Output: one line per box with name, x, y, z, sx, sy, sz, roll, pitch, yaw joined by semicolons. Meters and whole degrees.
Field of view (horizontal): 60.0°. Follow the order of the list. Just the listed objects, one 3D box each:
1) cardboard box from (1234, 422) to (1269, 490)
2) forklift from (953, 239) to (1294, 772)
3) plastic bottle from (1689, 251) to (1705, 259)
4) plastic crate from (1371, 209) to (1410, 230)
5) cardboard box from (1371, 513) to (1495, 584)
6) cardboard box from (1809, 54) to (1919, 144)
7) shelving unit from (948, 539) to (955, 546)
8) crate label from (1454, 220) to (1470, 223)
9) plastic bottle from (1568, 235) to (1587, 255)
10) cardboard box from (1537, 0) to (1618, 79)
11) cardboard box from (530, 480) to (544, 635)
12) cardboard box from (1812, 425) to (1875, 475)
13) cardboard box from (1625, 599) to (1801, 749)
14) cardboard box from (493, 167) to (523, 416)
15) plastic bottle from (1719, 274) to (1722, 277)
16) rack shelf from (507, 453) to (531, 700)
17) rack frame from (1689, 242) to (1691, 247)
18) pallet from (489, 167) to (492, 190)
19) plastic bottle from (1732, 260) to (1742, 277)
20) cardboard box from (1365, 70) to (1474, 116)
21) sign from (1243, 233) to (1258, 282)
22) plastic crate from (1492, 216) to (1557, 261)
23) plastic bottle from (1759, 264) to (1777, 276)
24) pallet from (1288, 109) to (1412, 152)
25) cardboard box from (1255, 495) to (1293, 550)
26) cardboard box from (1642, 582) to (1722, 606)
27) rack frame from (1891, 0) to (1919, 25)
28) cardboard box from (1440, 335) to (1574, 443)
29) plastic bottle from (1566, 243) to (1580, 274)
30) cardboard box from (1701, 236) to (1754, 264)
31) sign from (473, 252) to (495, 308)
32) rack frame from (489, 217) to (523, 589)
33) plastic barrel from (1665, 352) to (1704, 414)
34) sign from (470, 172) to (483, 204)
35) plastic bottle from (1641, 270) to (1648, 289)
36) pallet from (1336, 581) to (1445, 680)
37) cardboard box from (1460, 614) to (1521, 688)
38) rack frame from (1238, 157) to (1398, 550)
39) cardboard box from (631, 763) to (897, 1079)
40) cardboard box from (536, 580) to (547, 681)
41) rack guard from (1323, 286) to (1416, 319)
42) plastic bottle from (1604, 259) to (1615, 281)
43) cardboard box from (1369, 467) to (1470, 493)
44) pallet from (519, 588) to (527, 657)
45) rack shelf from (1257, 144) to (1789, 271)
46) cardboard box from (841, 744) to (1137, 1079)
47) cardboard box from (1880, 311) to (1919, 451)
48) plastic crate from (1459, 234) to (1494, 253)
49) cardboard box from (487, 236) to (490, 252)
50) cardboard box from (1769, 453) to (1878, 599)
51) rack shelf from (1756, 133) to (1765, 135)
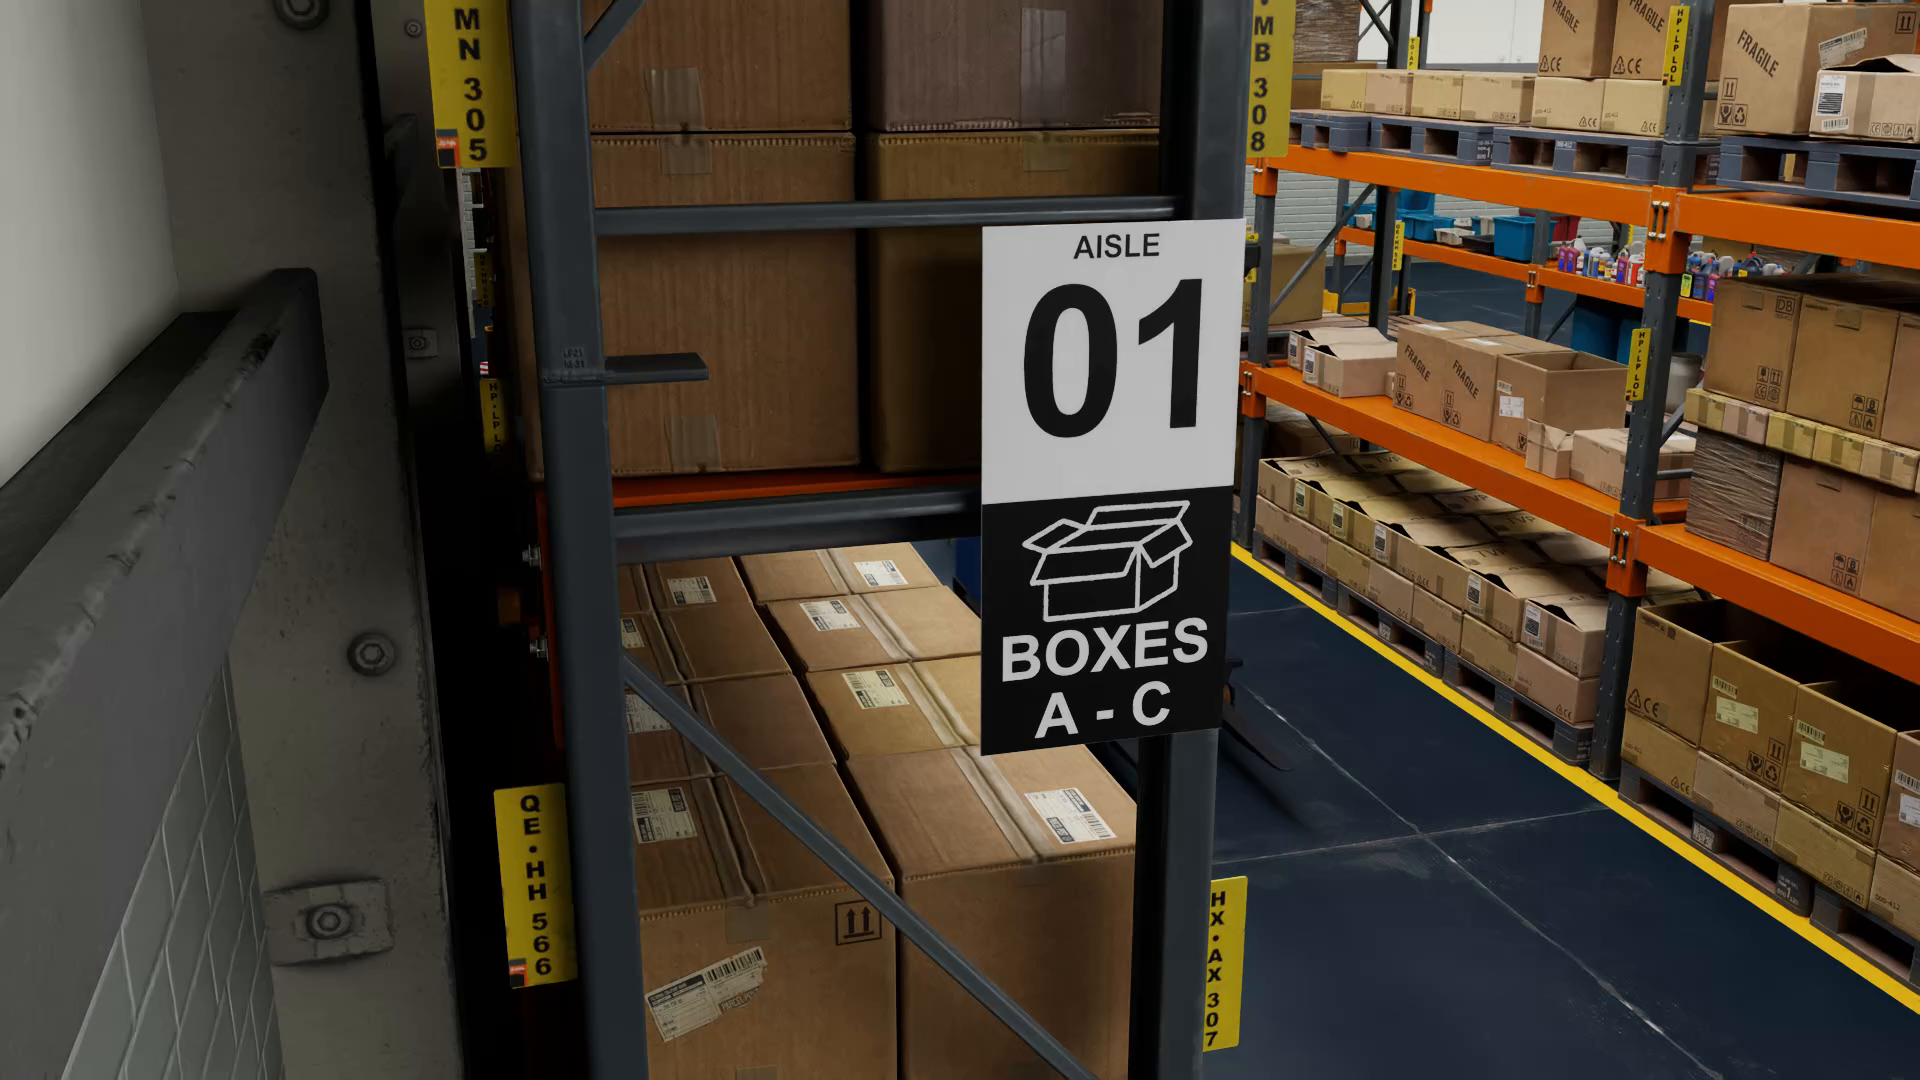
cardboard box;1.993;-0.678;12.575;0.500;0.500;0.500;-4;17;-13
forklift;0.830;-0.530;8.623;1.130;2.935;3.031;-4;17;-14
plastic bottle;6.798;-2.538;15.402;0.152;0.276;0.135;-5;17;-15
plastic crate;4.973;-3.700;19.242;0.416;0.233;0.300;-5;17;-15
cardboard box;2.769;0.019;9.749;0.500;0.311;0.500;-5;17;-16
cardboard box;3.608;-1.670;6.266;0.500;0.311;0.500;-6;18;-18
shelving unit;0.004;-0.571;11.766;0.258;1.200;0.189;-5;17;-15
crate label;5.605;-3.562;18.952;0.396;0.136;0.243;-5;17;-15
plastic bottle;5.936;-2.763;16.023;0.144;0.351;0.185;-5;17;-15
cardboard box;3.264;-2.572;8.314;0.500;0.500;0.500;-3;17;-10
cardboard box;-1.120;0.068;5.434;0.500;0.500;0.500;-5;17;-16
cardboard box;3.677;-0.374;6.680;0.380;0.149;0.250;-5;17;-16
cardboard box;3.401;0.592;7.514;0.500;0.500;0.500;-5;17;-15
cardboard box;-0.602;-0.542;3.121;0.500;0.500;0.500;-5;17;-15
plastic bottle;6.491;-2.216;14.317;0.061;0.283;0.133;-5;17;-15
rack shelf;-1.737;-0.134;8.434;1.077;0.370;4.000;-5;17;-15
rack frame;9.803;-4.419;21.450;1.000;3.000;0.127;-5;17;-15
pallet;-1.542;-1.738;7.635;1.213;0.211;1.003;-5;17;-15
plastic bottle;6.935;-2.363;14.827;0.097;0.271;0.097;0;17;0
cardboard box;2.816;-2.725;10.128;0.500;0.250;0.500;-4;17;-14
sign;1.956;-1.895;11.173;0.100;0.325;0.005;-5;17;-15
plastic crate;5.684;-3.044;16.797;0.392;0.384;0.575;-5;17;-15
plastic bottle;7.050;-2.284;14.558;0.152;0.276;0.135;-5;17;-15
pallet;2.748;-2.590;10.474;1.213;0.211;1.003;-4;17;-13
cardboard box;2.337;-0.140;11.255;0.500;0.250;0.500;-5;17;-15
cardboard box;3.701;0.395;8.497;0.500;0.311;0.500;-5;17;-15
rack frame;7.239;-4.688;11.917;1.000;3.000;0.127;-5;17;-15
cardboard box;3.097;-0.864;9.439;0.500;0.500;0.500;-5;17;-15
plastic bottle;5.867;-2.693;15.907;0.061;0.283;0.133;-5;17;-15
cardboard box;10.056;-3.432;21.127;0.875;0.875;0.875;-5;17;-15
sign;-2.819;-1.541;9.856;0.100;0.325;0.005;-5;17;-15
rack frame;-2.286;-1.032;10.172;1.000;3.000;0.127;-5;17;-15
plastic barrel;6.537;-1.420;15.059;0.421;0.512;0.421;0;17;0
sign;-5.020;-3.655;17.262;0.100;0.325;0.005;-5;17;-15
plastic bottle;6.219;-2.383;14.888;0.152;0.276;0.135;-5;17;-15
pallet;2.996;0.479;9.991;1.003;0.211;1.213;-5;17;-15
cardboard box;3.045;0.566;8.903;0.500;0.250;0.500;-5;17;-16
rack frame;2.475;-1.424;11.479;1.000;3.000;0.127;-5;17;-15
cardboard box;-0.422;0.771;3.094;0.500;0.500;0.500;-5;17;-16
cardboard box;-1.264;0.284;6.018;0.500;0.250;0.500;-5;17;-15
rack guard;5.022;-2.836;20.525;1.175;0.500;0.348;-5;17;-15
plastic bottle;6.034;-2.506;15.424;0.097;0.201;0.097;0;17;0
cardboard box;3.005;-0.308;10.839;0.500;0.311;0.500;-5;17;-16
pallet;-2.073;0.520;9.853;1.003;0.211;1.213;-5;17;-15
rack shelf;3.025;-1.963;9.310;1.077;0.370;4.000;-5;17;-15
cardboard box;0.070;0.729;3.235;0.500;0.500;0.500;-5;17;-15
cardboard box;3.980;-0.586;6.262;0.700;0.500;0.500;-5;17;-15
plastic crate;5.574;-3.107;17.454;0.437;0.125;0.590;-5;17;-15
cardboard box;-2.799;-1.839;10.831;0.500;0.250;0.500;-5;18;-17
cardboard box;3.854;-0.098;6.891;0.700;0.500;0.500;-5;17;-16
rack shelf;6.690;-3.460;14.293;1.077;0.370;4.000;-5;17;-15
